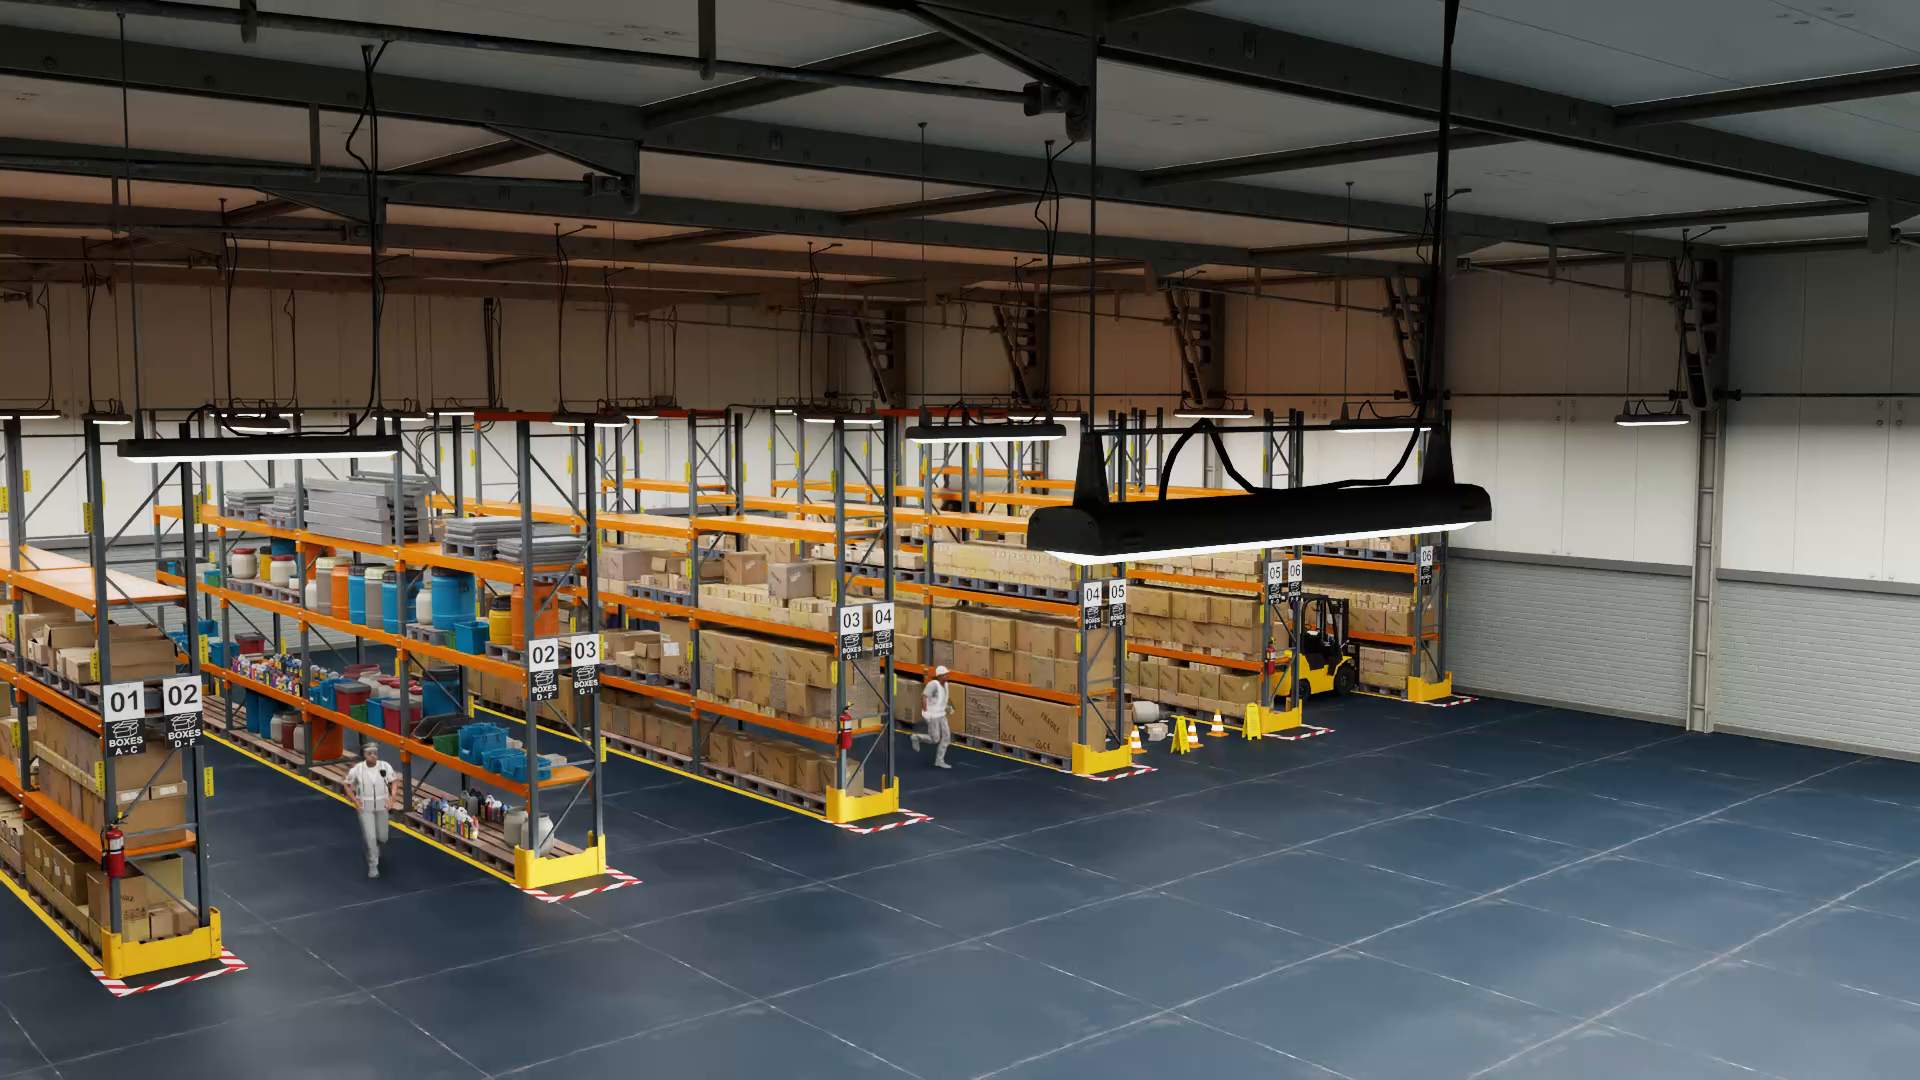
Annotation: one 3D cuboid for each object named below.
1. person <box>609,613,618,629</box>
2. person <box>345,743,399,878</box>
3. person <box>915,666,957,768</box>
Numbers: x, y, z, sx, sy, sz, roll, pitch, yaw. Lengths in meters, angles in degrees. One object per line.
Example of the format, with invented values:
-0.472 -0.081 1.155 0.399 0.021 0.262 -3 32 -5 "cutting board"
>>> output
-8.677 1.905 41.411 0.600 1.591 0.538 3 6 31 "person"
-7.782 3.533 22.044 0.687 1.753 0.656 -3 6 -31 "person"
-0.413 2.998 28.302 0.714 1.725 0.699 3 6 31 "person"
